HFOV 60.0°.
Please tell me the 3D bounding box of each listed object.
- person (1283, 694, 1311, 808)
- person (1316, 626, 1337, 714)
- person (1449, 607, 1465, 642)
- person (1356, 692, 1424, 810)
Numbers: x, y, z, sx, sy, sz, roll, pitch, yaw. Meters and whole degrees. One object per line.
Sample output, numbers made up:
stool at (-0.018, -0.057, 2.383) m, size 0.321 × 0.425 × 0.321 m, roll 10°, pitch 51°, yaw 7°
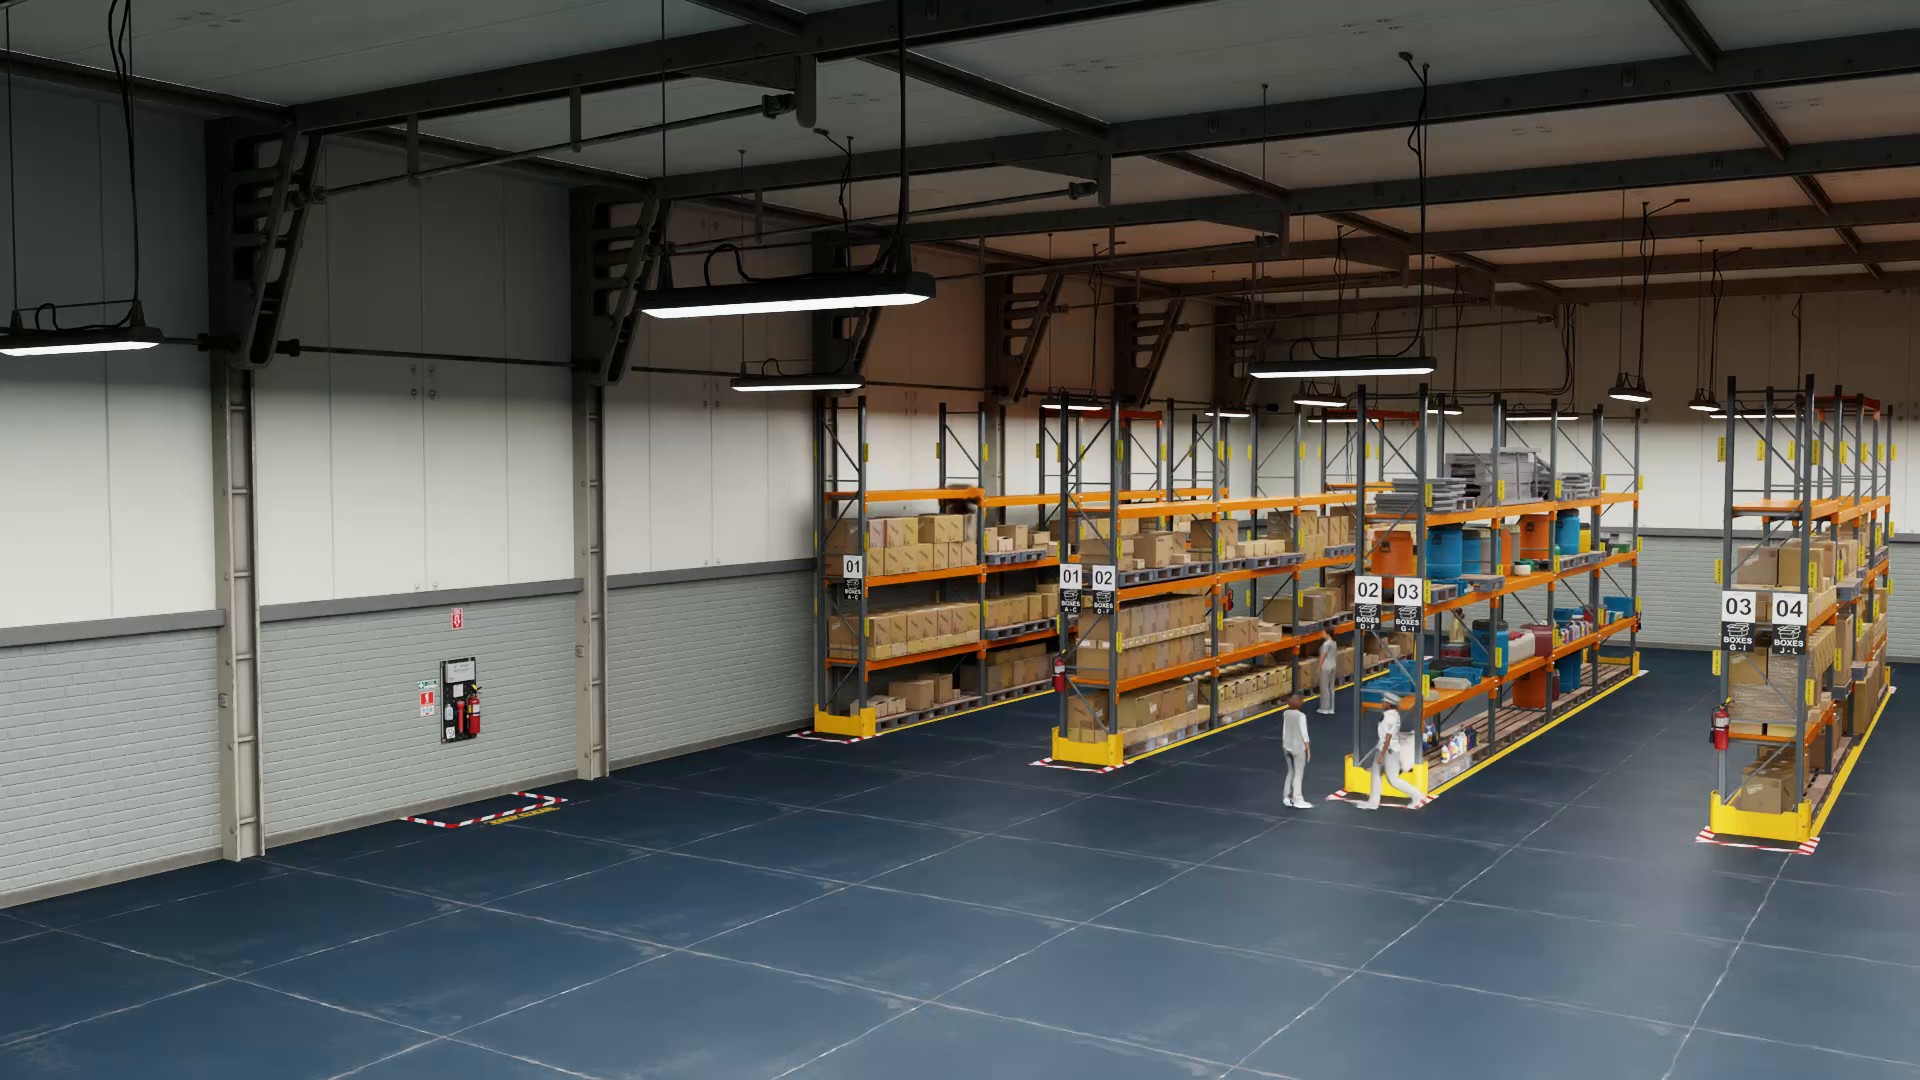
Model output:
person at (4.757, 2.996, 23.460) m, size 0.349 × 1.654 × 0.467 m, roll -2°, pitch 4°, yaw -32°
person at (7.013, 2.486, 31.832) m, size 0.384 × 1.683 × 0.453 m, roll 3°, pitch 4°, yaw 41°
person at (10.729, 2.270, 35.990) m, size 0.370 × 1.683 × 0.521 m, roll 2°, pitch 4°, yaw 38°
person at (6.005, 2.944, 23.172) m, size 0.884 × 1.664 × 0.421 m, roll 0°, pitch 3°, yaw 2°
